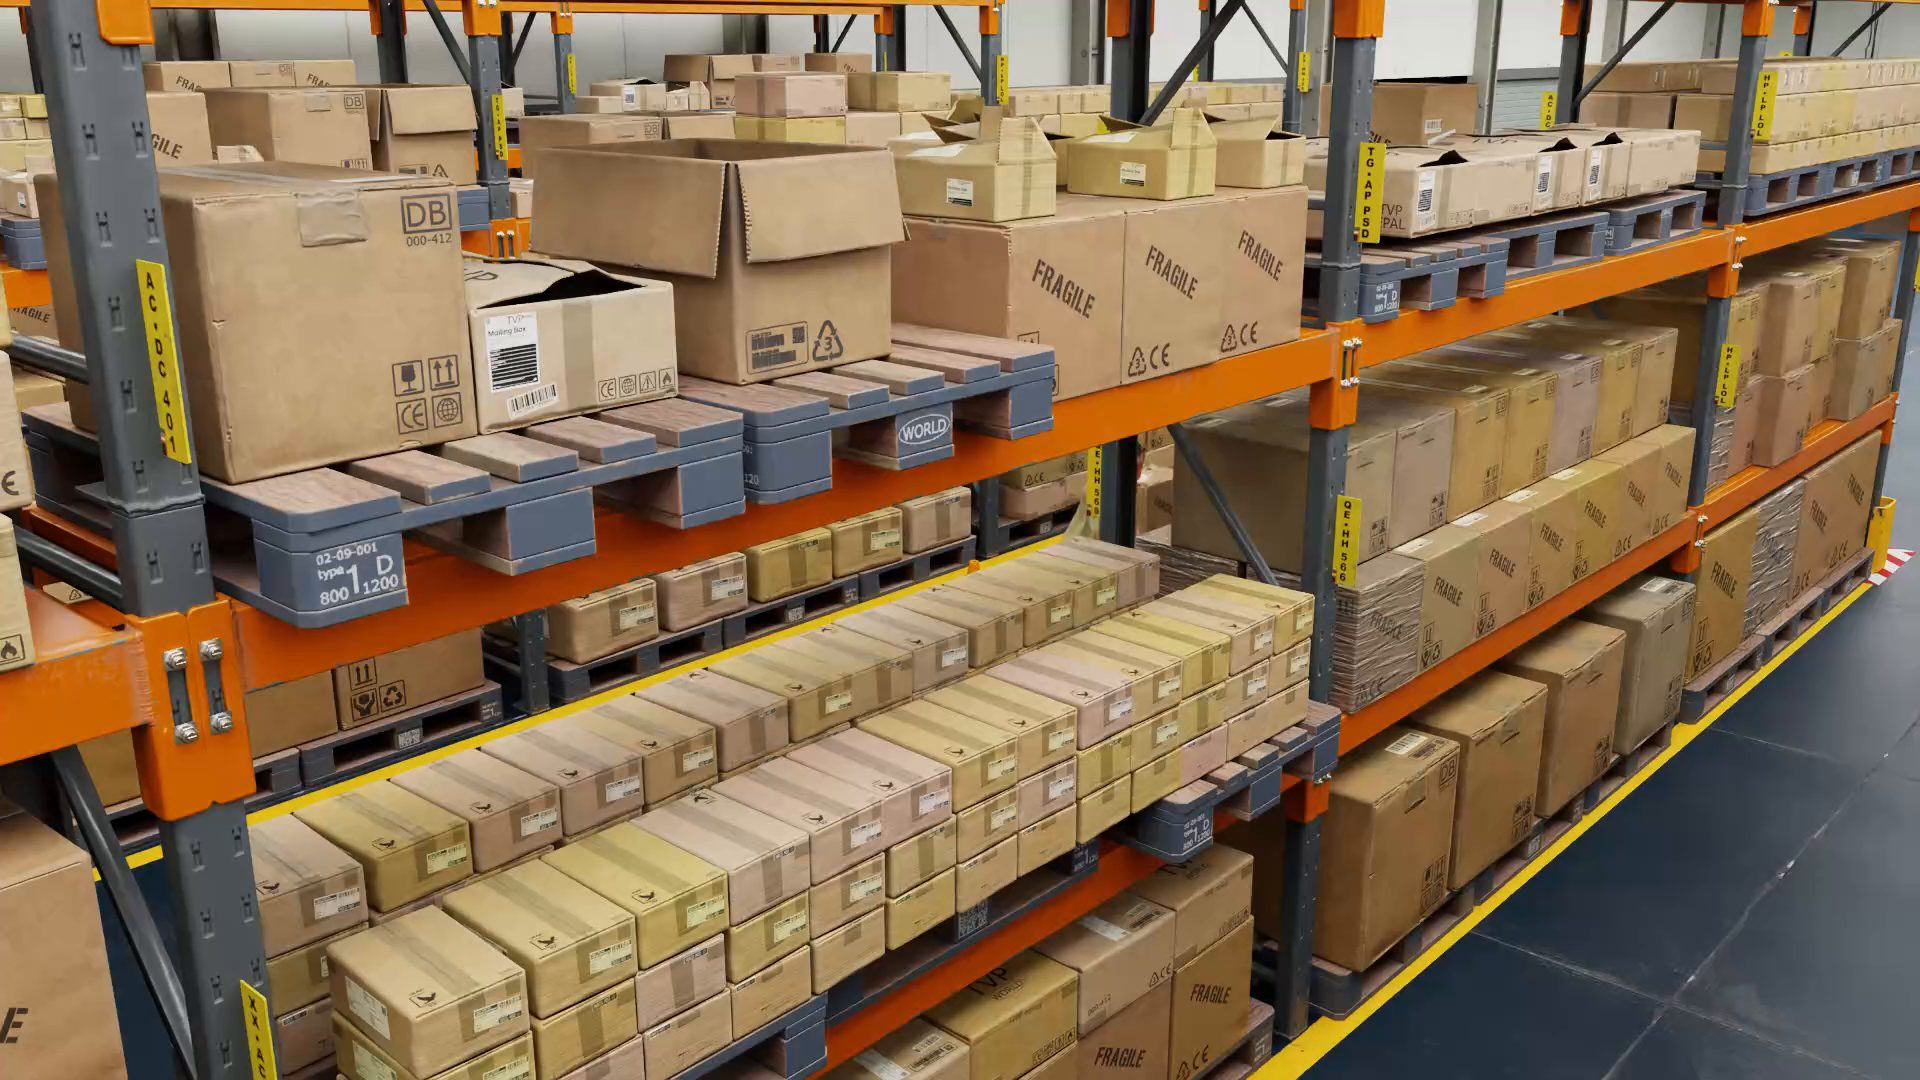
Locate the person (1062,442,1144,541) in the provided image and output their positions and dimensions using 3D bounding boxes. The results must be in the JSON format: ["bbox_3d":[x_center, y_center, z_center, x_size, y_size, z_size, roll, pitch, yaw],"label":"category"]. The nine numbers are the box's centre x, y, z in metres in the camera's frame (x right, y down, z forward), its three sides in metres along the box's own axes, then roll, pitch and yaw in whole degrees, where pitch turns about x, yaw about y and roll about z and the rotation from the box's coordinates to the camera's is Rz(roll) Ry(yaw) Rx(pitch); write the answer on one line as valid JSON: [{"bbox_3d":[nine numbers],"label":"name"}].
[{"bbox_3d":[0.836,0.181,9.553,0.535,1.624,0.404,14,22,39],"label":"person"}]
